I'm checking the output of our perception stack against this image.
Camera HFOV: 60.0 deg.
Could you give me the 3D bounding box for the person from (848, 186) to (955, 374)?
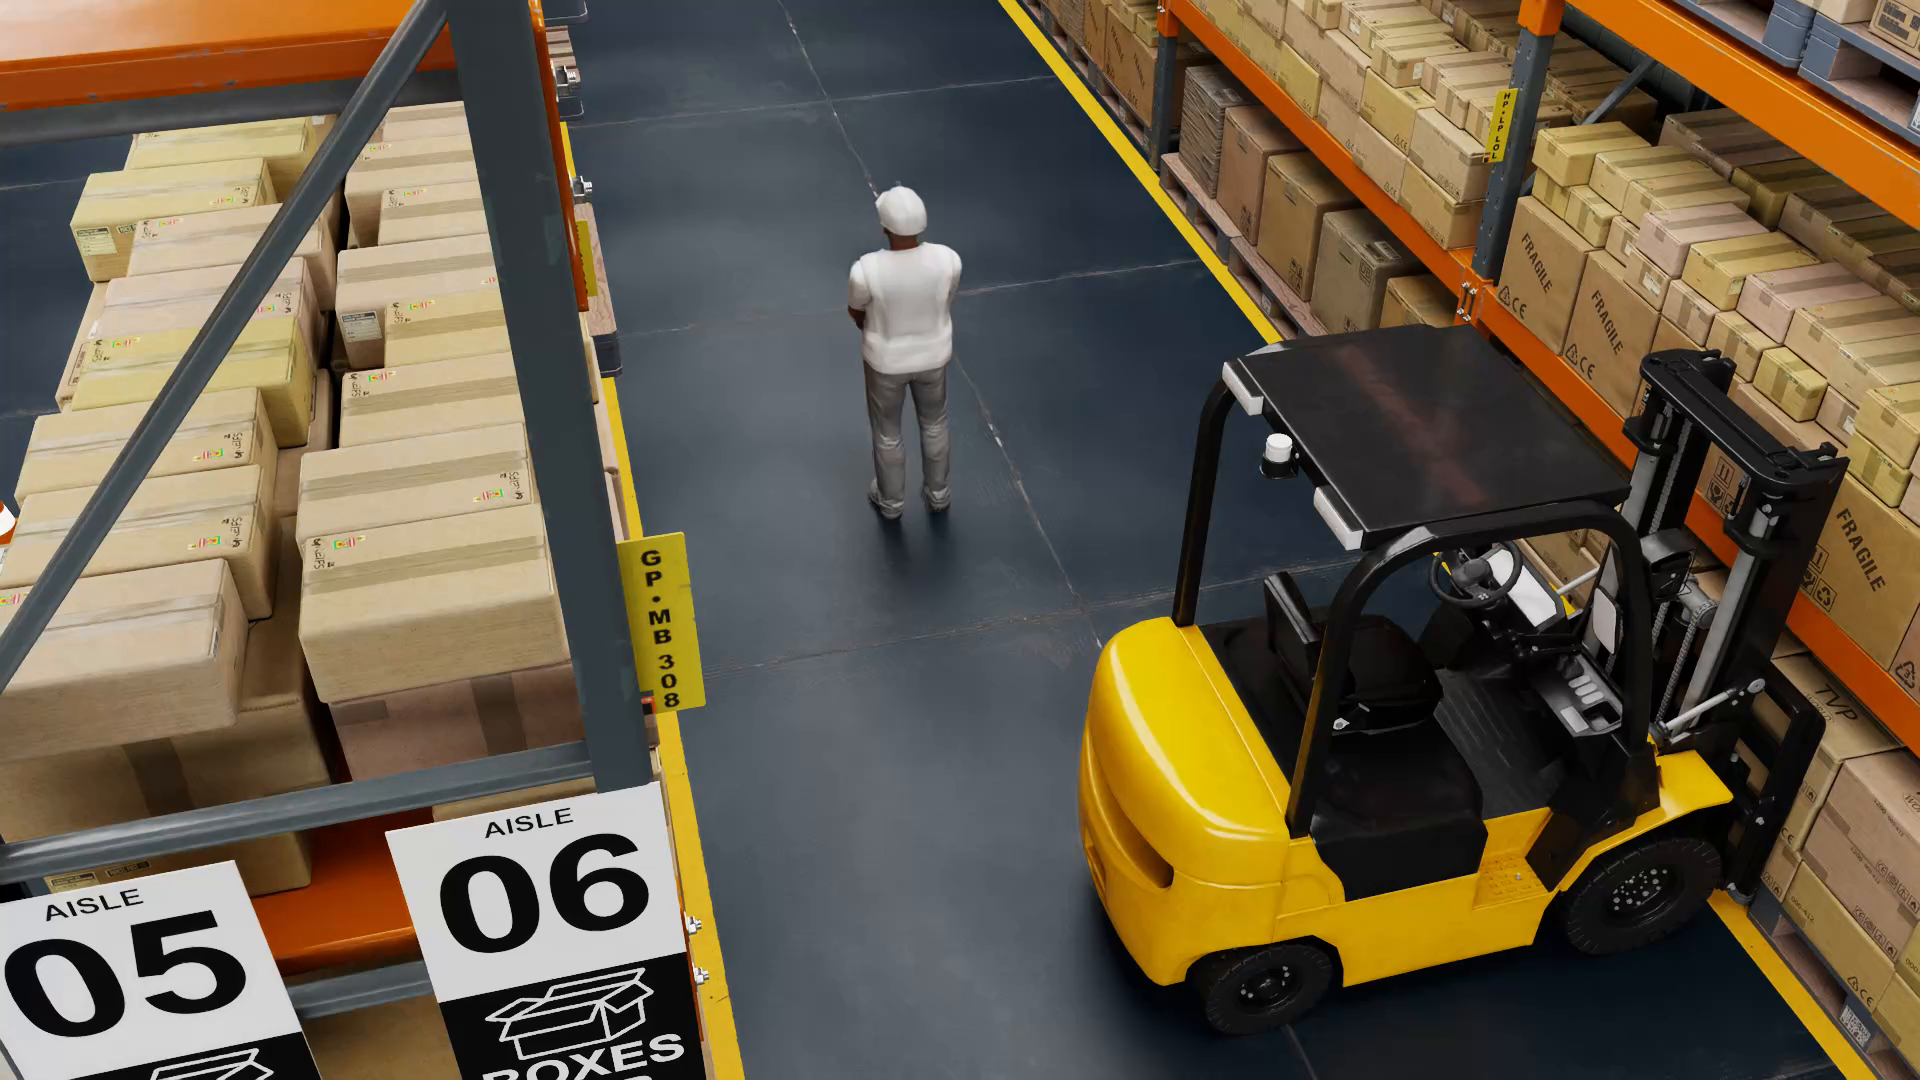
[{"bbox_3d":[-0.280,-1.247,7.612,0.495,0.934,0.571,-9,39,-12],"label":"person"}]
